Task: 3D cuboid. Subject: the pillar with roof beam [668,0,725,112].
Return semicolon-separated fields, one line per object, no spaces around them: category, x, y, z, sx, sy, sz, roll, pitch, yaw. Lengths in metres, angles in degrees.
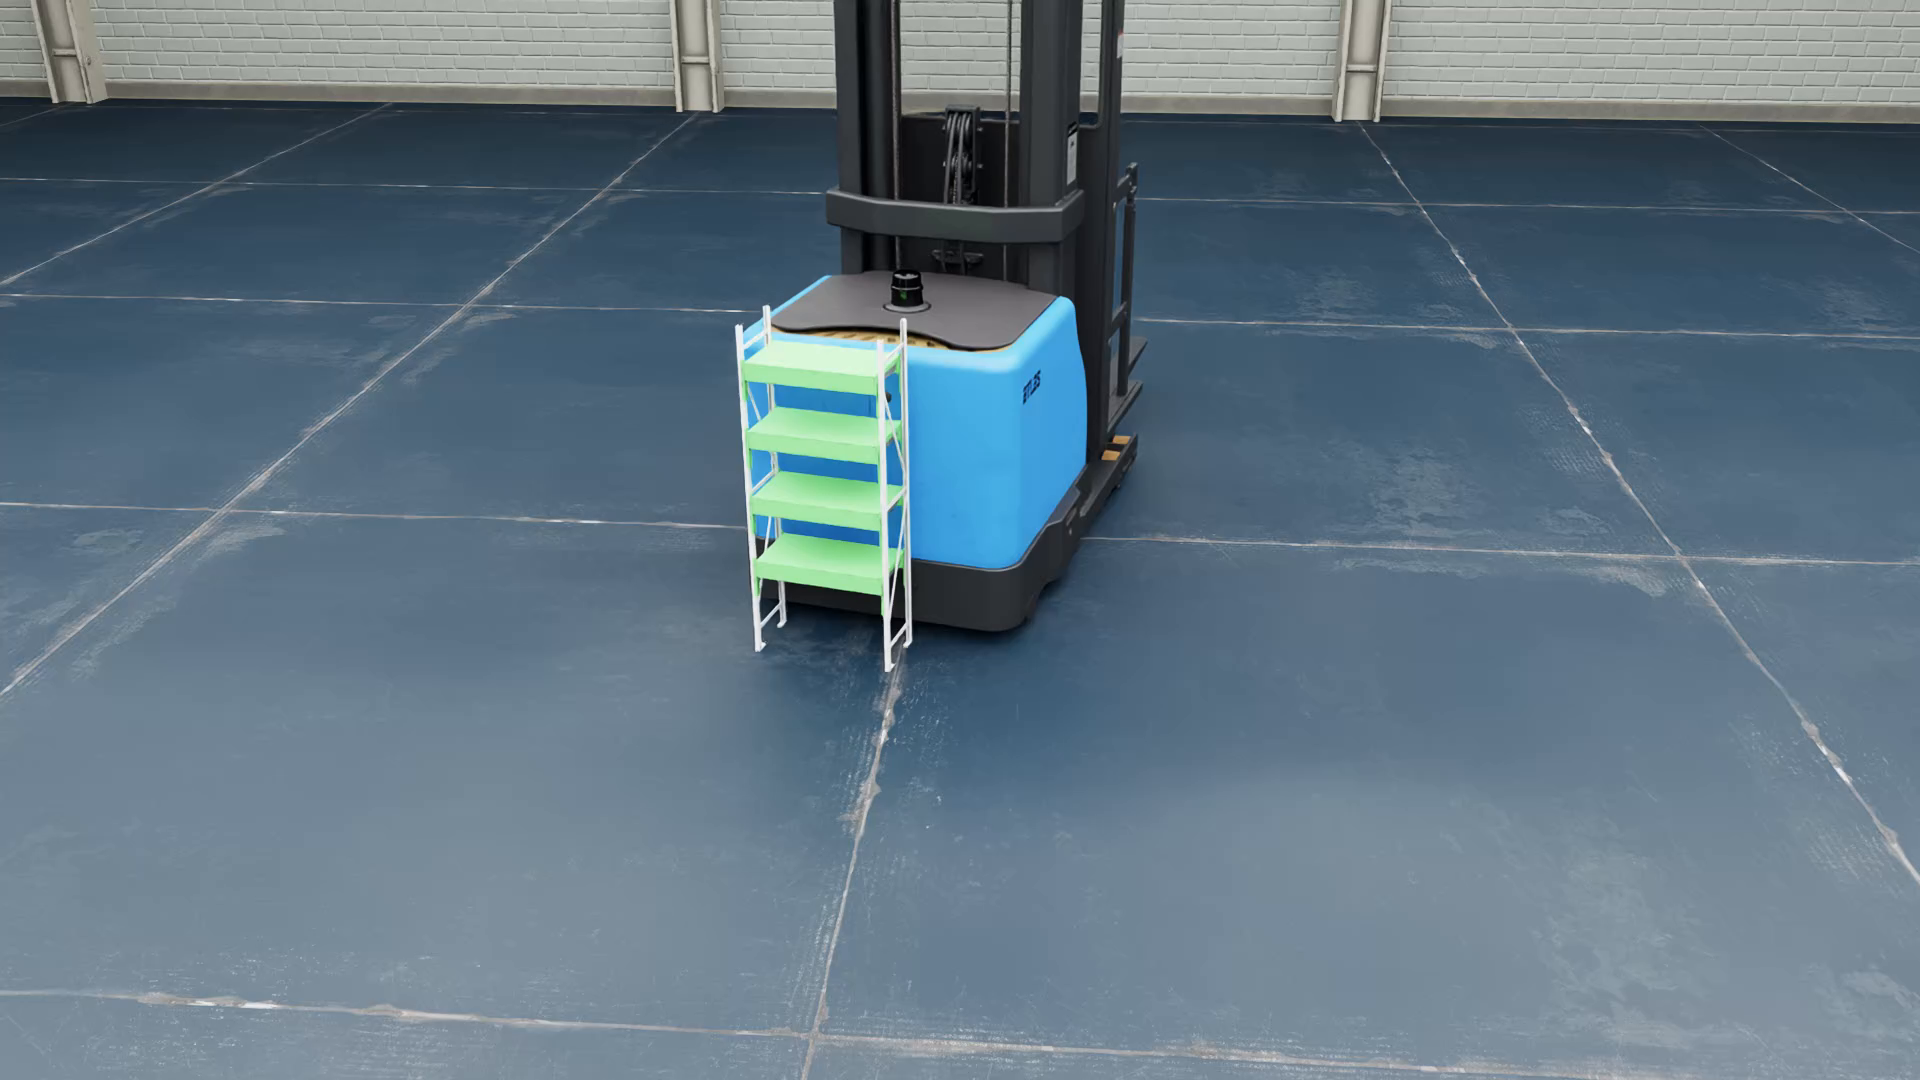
pillar with roof beam;-2.738;-6.301;9.679;0.400;9.000;9.100;2;25;4

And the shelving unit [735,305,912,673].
shelving unit;-0.449;-0.165;5.669;0.503;1.200;0.258;8;26;16

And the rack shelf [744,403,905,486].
rack shelf;-0.450;-0.324;5.594;0.480;0.148;0.258;8;26;16

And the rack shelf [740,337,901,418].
rack shelf;-0.451;-0.541;5.492;0.480;0.148;0.258;8;26;16

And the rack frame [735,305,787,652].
rack frame;-0.681;-0.196;5.738;0.015;1.200;0.240;8;26;16

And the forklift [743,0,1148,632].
forklift;0.158;-1.600;6.720;1.130;2.935;3.031;8;26;16

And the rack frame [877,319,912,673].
rack frame;-0.217;-0.133;5.601;0.015;1.200;0.240;8;26;16

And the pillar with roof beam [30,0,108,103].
pillar with roof beam;-8.721;-6.493;10.096;0.400;9.000;9.100;2;25;4

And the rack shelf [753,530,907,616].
rack shelf;-0.448;0.110;5.799;0.480;0.148;0.258;8;26;16

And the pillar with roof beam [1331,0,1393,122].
pillar with roof beam;3.244;-6.109;9.261;0.400;9.000;9.100;2;25;4

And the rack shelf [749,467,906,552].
rack shelf;-0.449;-0.107;5.697;0.480;0.148;0.258;8;26;16
